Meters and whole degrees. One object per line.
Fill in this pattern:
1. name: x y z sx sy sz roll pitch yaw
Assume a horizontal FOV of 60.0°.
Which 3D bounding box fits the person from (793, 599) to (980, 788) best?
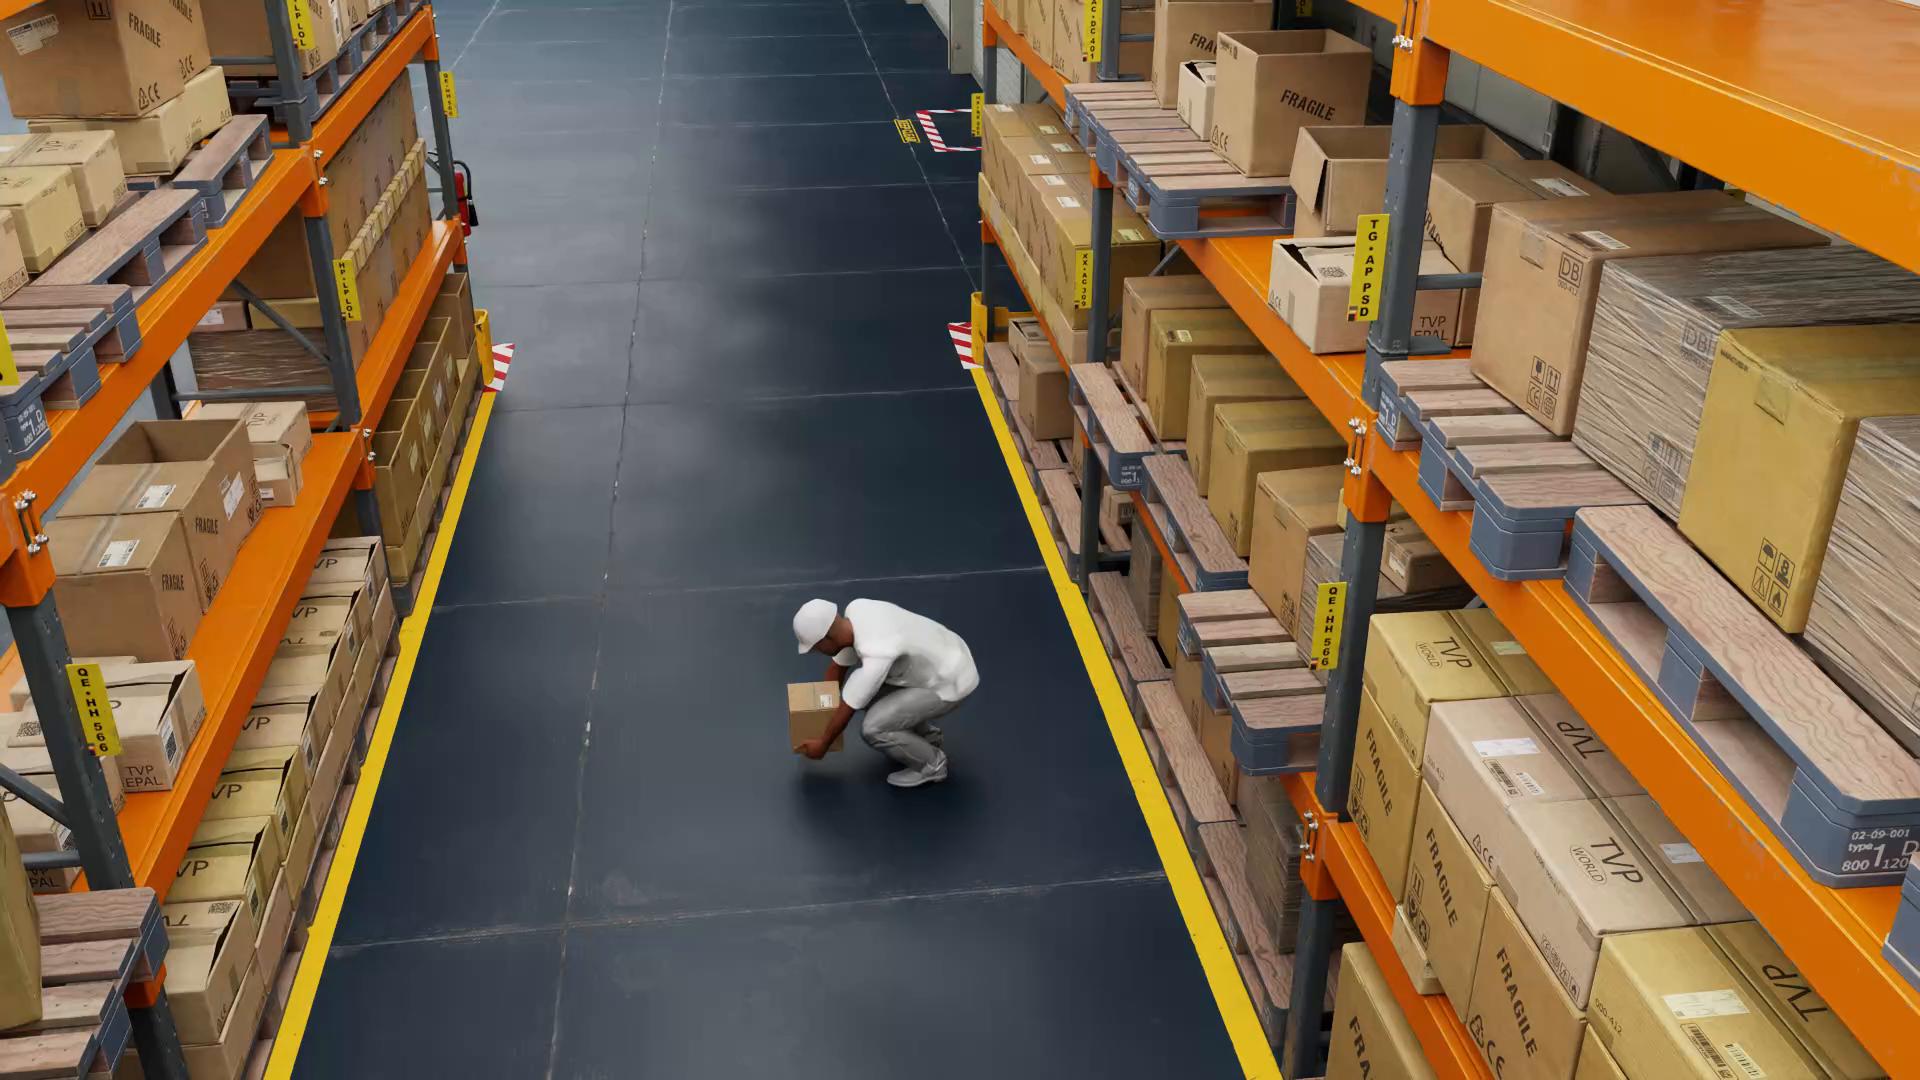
1. person: -0.370 0.703 8.056 0.904 1.008 0.538 -4 27 -8
